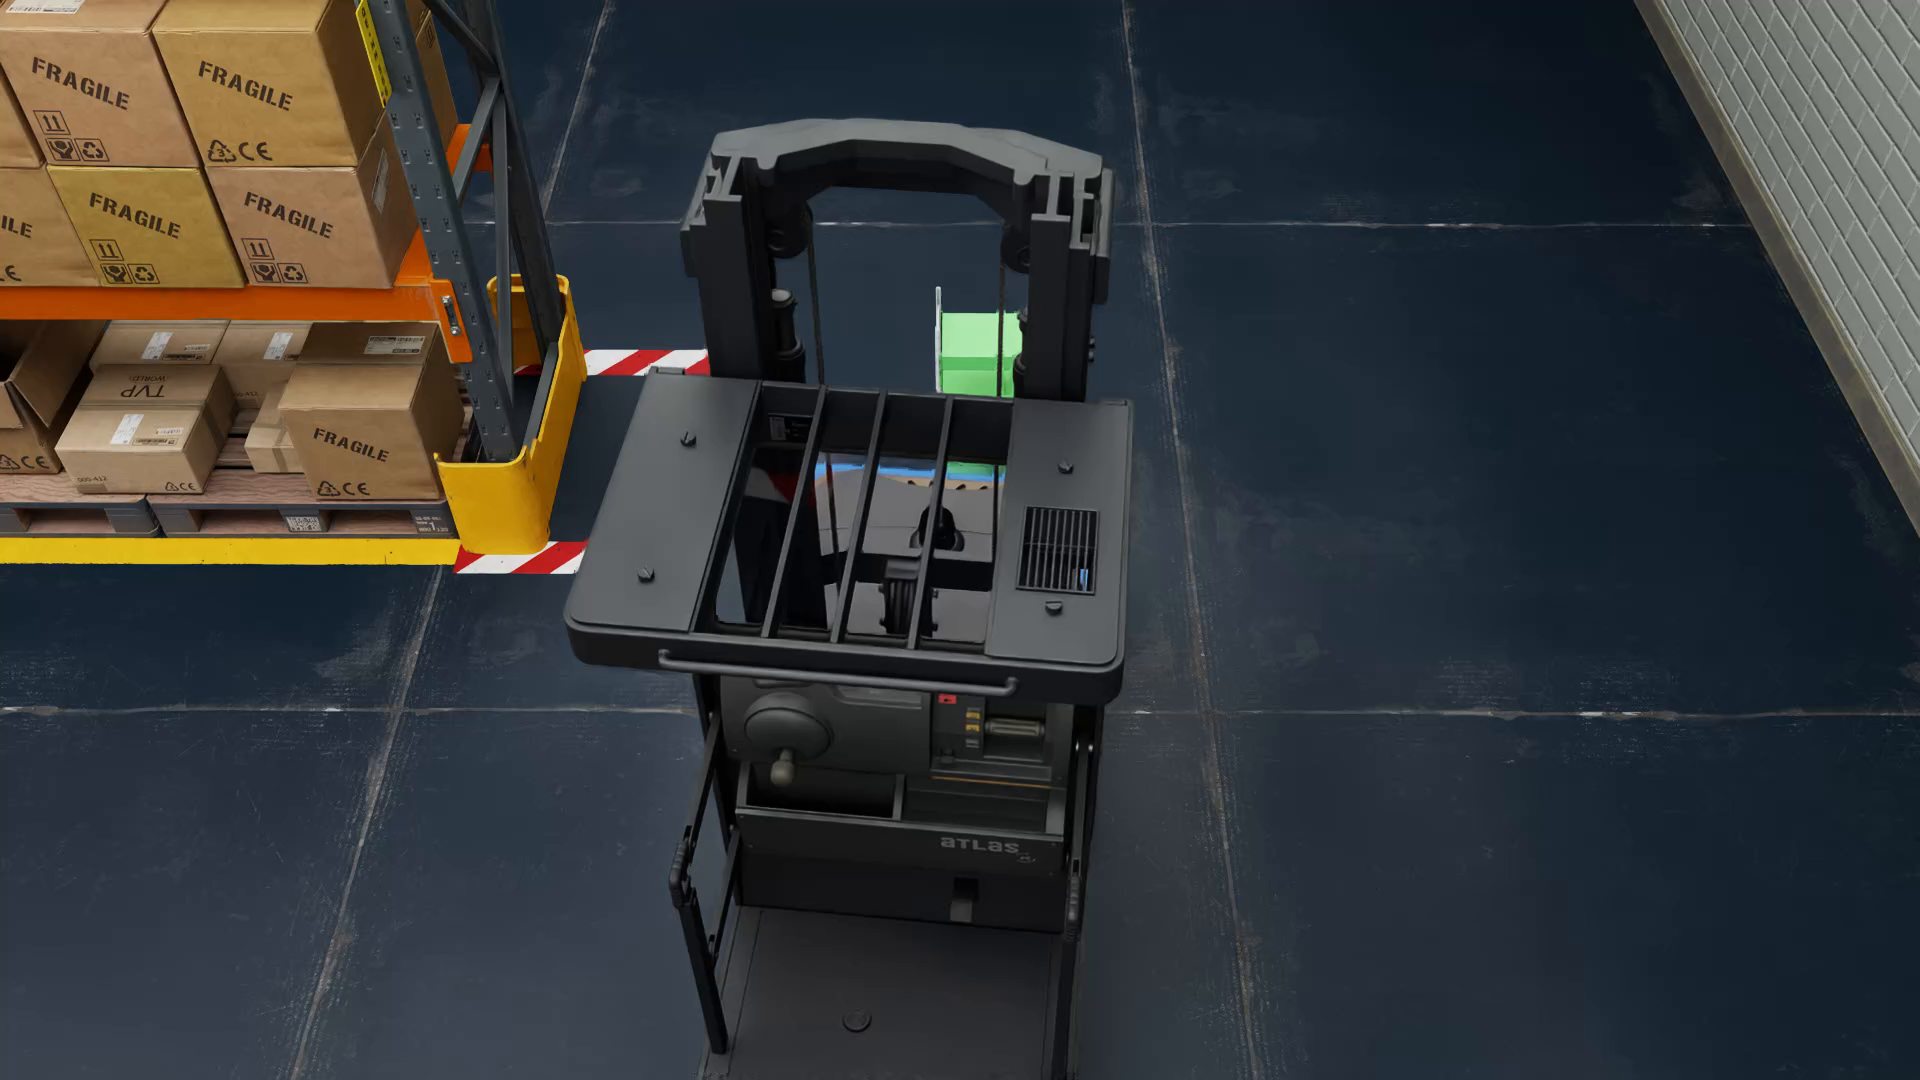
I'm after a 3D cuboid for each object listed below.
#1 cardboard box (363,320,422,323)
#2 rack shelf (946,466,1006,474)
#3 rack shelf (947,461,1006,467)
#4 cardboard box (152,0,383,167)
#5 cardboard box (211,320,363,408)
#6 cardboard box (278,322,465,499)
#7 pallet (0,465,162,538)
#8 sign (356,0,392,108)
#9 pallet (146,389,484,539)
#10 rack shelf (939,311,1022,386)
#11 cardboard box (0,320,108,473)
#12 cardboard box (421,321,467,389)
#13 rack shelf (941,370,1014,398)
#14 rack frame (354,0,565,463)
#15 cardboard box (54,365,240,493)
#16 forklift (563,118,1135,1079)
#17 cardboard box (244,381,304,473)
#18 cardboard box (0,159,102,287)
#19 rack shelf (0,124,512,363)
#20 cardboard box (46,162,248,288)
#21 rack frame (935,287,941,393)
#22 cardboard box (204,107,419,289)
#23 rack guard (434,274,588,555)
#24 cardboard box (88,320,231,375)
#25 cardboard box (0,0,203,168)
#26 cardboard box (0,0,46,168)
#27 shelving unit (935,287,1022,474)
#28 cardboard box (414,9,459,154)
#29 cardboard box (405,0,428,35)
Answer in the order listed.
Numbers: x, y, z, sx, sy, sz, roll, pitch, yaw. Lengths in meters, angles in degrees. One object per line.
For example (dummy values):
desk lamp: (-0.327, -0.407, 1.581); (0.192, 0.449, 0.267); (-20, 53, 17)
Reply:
cardboard box: (-2.433, -0.829, 7.108); (0.250, 0.166, 0.380); (0, 47, 0)
rack shelf: (0.166, -0.201, 6.533); (0.480, 0.148, 0.258); (0, 47, 0)
rack shelf: (0.166, -0.365, 6.357); (0.480, 0.148, 0.258); (0, 47, 0)
cardboard box: (-2.212, -1.566, 5.407); (0.500, 0.500, 0.500); (0, 47, 0)
cardboard box: (-2.809, -0.815, 7.037); (0.500, 0.250, 0.500); (0, 47, 0)
cardboard box: (-2.311, -0.511, 6.583); (0.500, 0.500, 0.500); (0, 47, 0)
pallet: (-3.856, -0.448, 7.023); (1.213, 0.211, 1.003); (0, 47, 0)
sign: (-1.788, -1.487, 5.078); (0.005, 0.325, 0.100); (0, 47, 0)
pallet: (-2.639, -0.443, 7.018); (1.213, 0.211, 1.003); (0, 47, 0)
rack shelf: (0.166, -0.692, 6.006); (0.480, 0.148, 0.258); (0, 47, 0)
cardboard box: (-3.887, -0.700, 6.758); (0.637, 0.503, 0.797); (0, 47, 0)
cardboard box: (-2.183, -0.823, 7.114); (0.250, 0.149, 0.380); (0, 47, 0)
rack shelf: (0.166, -0.528, 6.181); (0.480, 0.148, 0.258); (0, 47, 0)
rack frame: (-1.766, -1.391, 5.996); (0.127, 3.000, 1.000); (0, 47, 0)
cardboard box: (-3.261, -0.450, 6.698); (0.500, 0.250, 0.500); (0, 47, 0)
forklift: (-0.186, 0.573, 4.214); (1.130, 2.935, 3.031); (4, 47, 4)
cardboard box: (-2.715, -0.464, 6.768); (0.250, 0.166, 0.380); (0, 47, 0)
cardboard box: (-3.233, -1.232, 5.779); (0.500, 0.500, 0.500); (0, 47, 0)
rack shelf: (-3.766, -1.152, 6.264); (4.000, 0.370, 1.077); (0, 47, 0)
cardboard box: (-2.734, -1.226, 5.774); (0.500, 0.500, 0.500); (1, 47, 0)
rack frame: (-0.078, -0.409, 6.311); (0.015, 1.200, 0.240); (0, 47, 0)
cardboard box: (-2.215, -1.227, 5.775); (0.500, 0.500, 0.500); (1, 47, 1)
rack guard: (-1.842, -0.540, 6.911); (0.348, 0.500, 1.175); (0, 47, 0)
cardboard box: (-3.309, -0.816, 7.039); (0.500, 0.250, 0.500); (0, 47, 0)
cardboard box: (-2.717, -1.567, 5.408); (0.500, 0.500, 0.500); (1, 47, 1)
cardboard box: (-3.236, -1.565, 5.406); (0.500, 0.500, 0.500); (1, 47, 1)
shelving unit: (0.166, -0.408, 6.310); (0.503, 1.200, 0.258); (0, 47, 0)
cardboard box: (-2.209, -1.620, 6.140); (0.500, 0.500, 0.500); (1, 47, 1)
cardboard box: (-2.209, -1.960, 5.774); (0.500, 0.500, 0.500); (1, 47, 1)
